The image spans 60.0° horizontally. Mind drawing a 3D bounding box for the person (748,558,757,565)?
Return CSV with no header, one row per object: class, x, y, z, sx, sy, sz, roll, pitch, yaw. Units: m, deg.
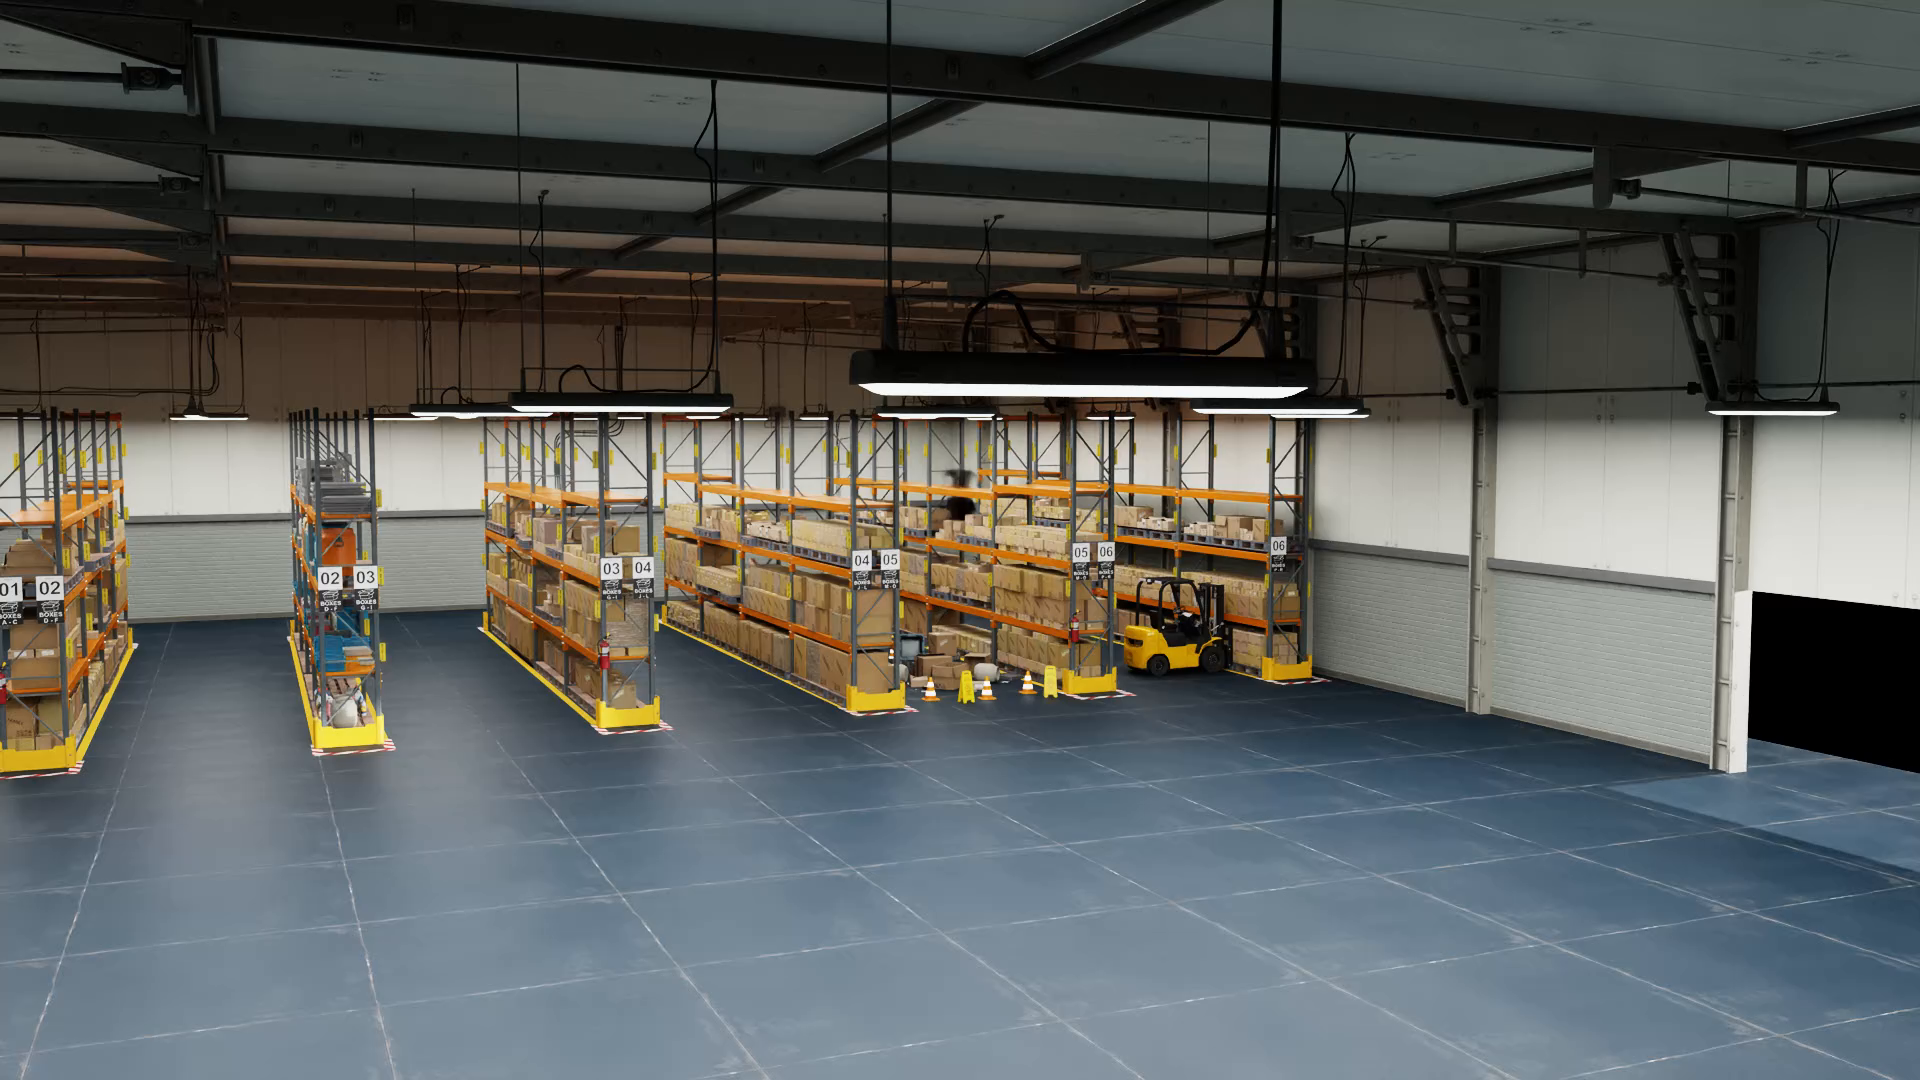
person,-6.344,1.354,50.752,0.549,1.628,0.661,-3,5,-37
